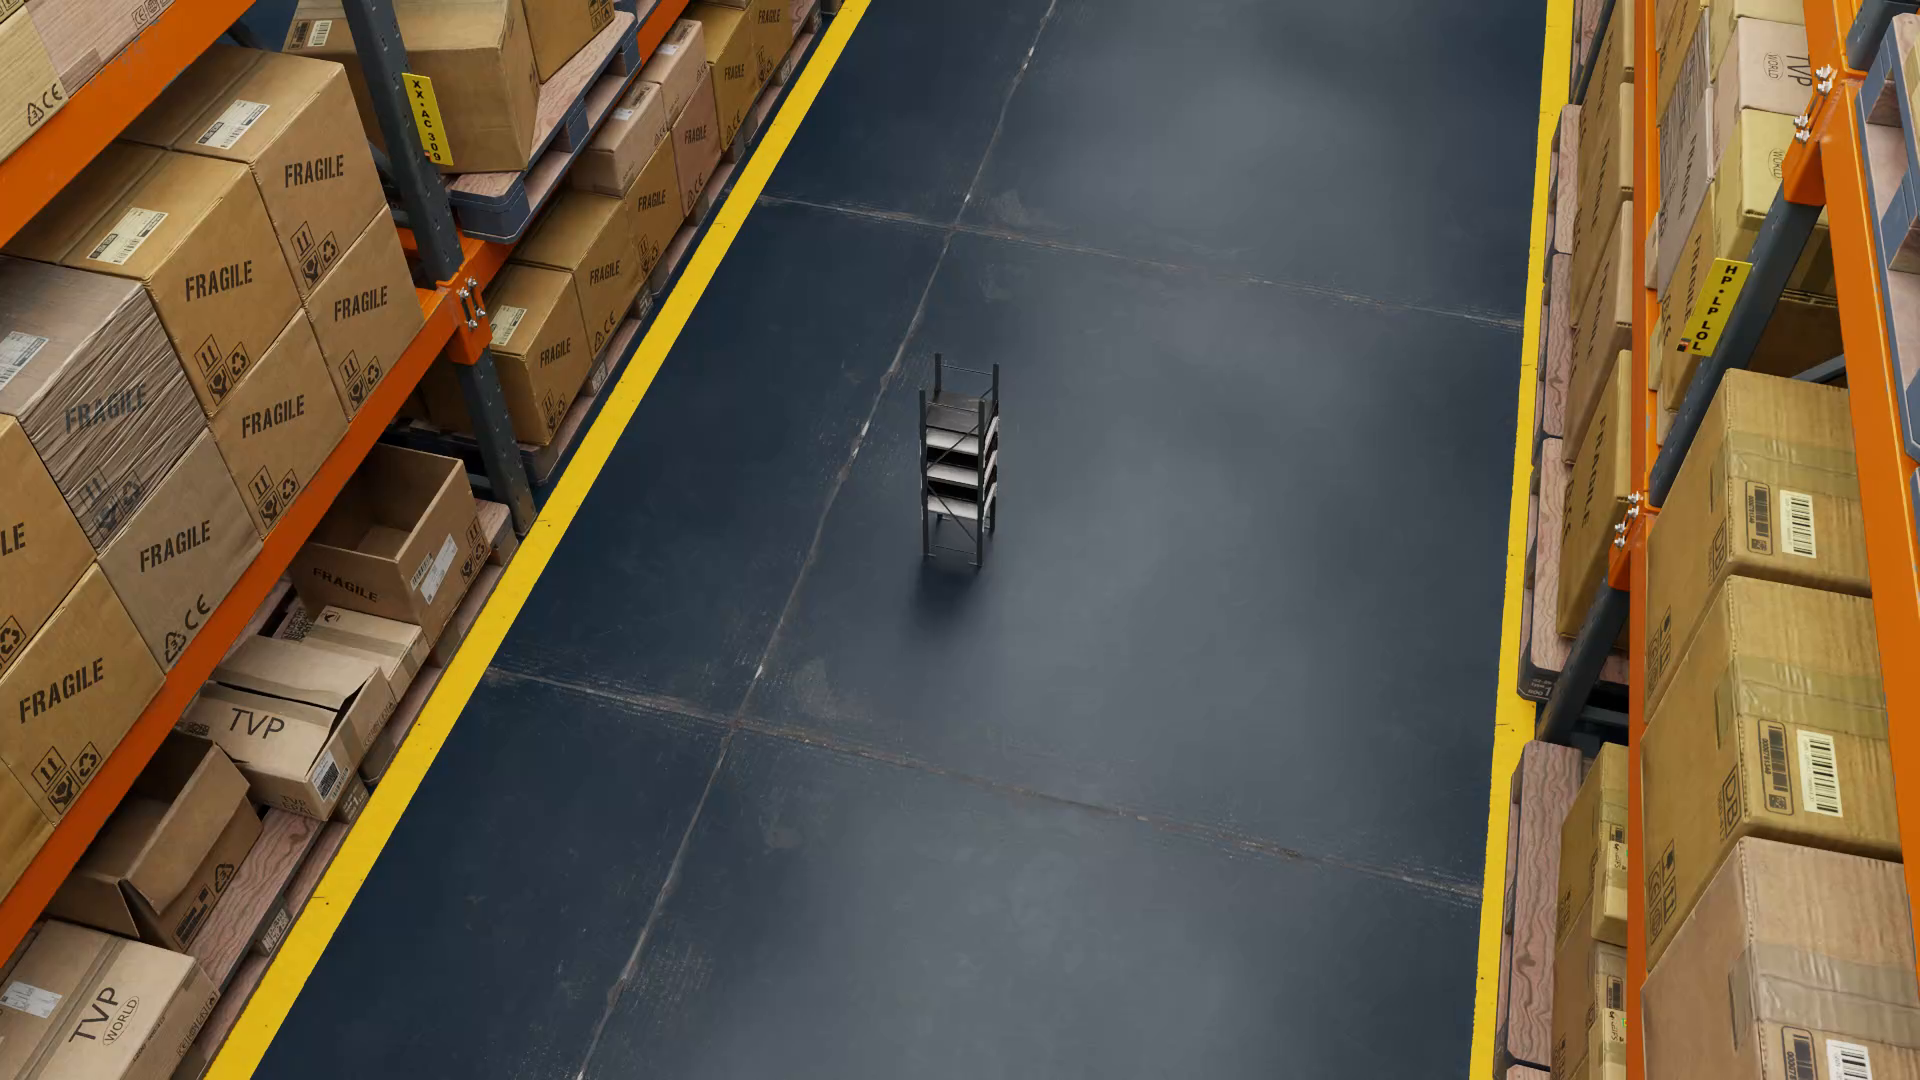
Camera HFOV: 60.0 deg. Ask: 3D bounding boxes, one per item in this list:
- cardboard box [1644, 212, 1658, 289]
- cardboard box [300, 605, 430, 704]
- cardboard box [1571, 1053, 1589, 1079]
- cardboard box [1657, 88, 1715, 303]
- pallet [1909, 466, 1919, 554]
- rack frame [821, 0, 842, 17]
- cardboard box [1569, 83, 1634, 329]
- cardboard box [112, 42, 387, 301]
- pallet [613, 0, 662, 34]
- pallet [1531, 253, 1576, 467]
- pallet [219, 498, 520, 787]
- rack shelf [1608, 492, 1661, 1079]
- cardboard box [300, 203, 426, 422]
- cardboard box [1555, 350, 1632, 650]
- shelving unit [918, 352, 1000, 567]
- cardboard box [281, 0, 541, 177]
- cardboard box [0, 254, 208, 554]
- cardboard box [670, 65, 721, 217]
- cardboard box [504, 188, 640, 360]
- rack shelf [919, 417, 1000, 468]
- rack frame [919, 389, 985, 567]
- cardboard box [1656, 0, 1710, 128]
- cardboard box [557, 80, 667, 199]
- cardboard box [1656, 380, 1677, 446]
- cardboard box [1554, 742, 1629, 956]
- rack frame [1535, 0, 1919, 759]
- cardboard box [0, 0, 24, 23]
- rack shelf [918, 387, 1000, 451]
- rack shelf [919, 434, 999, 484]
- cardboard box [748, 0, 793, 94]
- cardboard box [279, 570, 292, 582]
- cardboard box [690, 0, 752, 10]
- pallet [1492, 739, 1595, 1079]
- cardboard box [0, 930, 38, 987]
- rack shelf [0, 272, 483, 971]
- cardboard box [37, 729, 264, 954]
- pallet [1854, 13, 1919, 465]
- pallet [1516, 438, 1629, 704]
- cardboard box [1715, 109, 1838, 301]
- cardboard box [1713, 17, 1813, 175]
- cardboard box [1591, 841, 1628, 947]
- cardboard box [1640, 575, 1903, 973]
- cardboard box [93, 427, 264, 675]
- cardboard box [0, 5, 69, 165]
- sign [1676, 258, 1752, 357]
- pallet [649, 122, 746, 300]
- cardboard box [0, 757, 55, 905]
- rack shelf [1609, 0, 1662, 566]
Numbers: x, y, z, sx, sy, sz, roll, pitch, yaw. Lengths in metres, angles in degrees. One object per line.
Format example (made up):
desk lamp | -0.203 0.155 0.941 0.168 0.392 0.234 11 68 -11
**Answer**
cardboard box | 2.552 -0.961 5.671 0.380 0.149 0.250 12 50 10
cardboard box | -2.129 0.405 5.919 0.380 0.149 0.250 12 50 10
cardboard box | 2.000 1.773 4.490 0.700 0.500 0.500 13 50 11
cardboard box | 2.571 -1.062 5.327 0.500 0.500 0.500 12 50 10
pallet | 2.020 0.337 2.429 1.003 0.211 1.213 12 50 10
rack frame | -1.159 -4.037 8.231 1.000 3.000 0.127 12 50 10
cardboard box | 3.064 -1.352 7.015 0.750 0.750 0.750 11 50 10
cardboard box | -2.095 -1.091 4.897 0.500 0.500 0.500 12 50 10
pallet | -1.666 -2.566 7.061 1.003 0.211 1.213 12 50 10
pallet | 3.018 -0.705 7.150 1.003 0.211 1.213 12 50 10
pallet | -2.393 0.276 6.285 1.003 0.211 1.213 12 50 10
rack shelf | 2.042 1.516 3.810 1.077 0.370 4.000 12 50 10
cardboard box | -2.096 -0.765 5.276 0.500 0.500 0.500 12 50 11
cardboard box | 2.614 -0.092 5.903 0.750 0.750 0.750 12 50 10
shelving unit | -0.002 -0.292 6.326 0.258 0.900 0.210 12 50 10
cardboard box | -1.871 -1.614 5.746 0.700 0.500 0.500 -3 49 -3
cardboard box | -2.360 -0.355 4.248 0.500 0.500 0.500 12 50 10
cardboard box | -1.447 -1.878 7.699 0.500 0.500 0.500 10 49 9
cardboard box | -1.720 -1.152 7.059 0.500 0.500 0.500 12 50 11
rack shelf | -0.002 -0.389 6.216 0.258 0.077 0.200 12 50 10
rack frame | -0.029 -0.218 6.261 0.240 0.900 0.006 12 50 10
cardboard box | 2.838 -1.786 5.966 0.500 0.500 0.500 13 50 11
cardboard box | -1.586 -1.736 7.074 0.500 0.250 0.500 12 50 10
cardboard box | 2.384 -0.393 5.169 0.380 0.149 0.250 12 50 10
cardboard box | 2.273 1.040 5.138 0.700 0.500 0.500 12 50 11
rack frame | 2.568 -0.169 4.817 1.000 3.000 0.127 12 50 10
cardboard box | -2.346 -1.125 3.427 0.500 0.250 0.500 12 50 10
rack shelf | -0.002 -0.449 6.149 0.258 0.077 0.200 12 50 10
rack shelf | -0.002 -0.329 6.284 0.258 0.077 0.200 12 50 10
cardboard box | -1.179 -2.633 8.366 0.500 0.500 0.500 13 50 12
cardboard box | -2.531 -0.139 6.291 0.500 0.311 0.500 12 50 10
cardboard box | -1.189 -2.839 8.048 0.500 0.250 0.500 13 50 11
pallet | 2.293 1.288 5.391 1.003 0.211 1.213 12 50 10
cardboard box | -3.080 1.391 4.981 0.500 0.250 0.500 12 50 10
rack shelf | -2.738 0.541 4.671 1.077 0.370 4.000 12 50 10
cardboard box | -2.701 0.897 5.248 0.797 0.503 0.637 12 50 10
pallet | 2.343 -0.542 3.206 1.003 0.211 1.213 12 50 10
pallet | 2.699 0.181 6.369 1.003 0.211 1.213 12 50 10
cardboard box | 2.444 -0.944 4.722 0.500 0.250 0.500 13 50 11
cardboard box | 2.588 -1.312 5.047 0.500 0.250 0.500 13 50 11
cardboard box | 2.006 1.037 4.707 0.380 0.149 0.250 13 50 11
cardboard box | 2.212 0.648 3.896 0.980 0.700 0.700 10 49 9
cardboard box | -2.363 -0.020 4.619 0.500 0.500 0.500 13 50 11
cardboard box | -2.348 -0.960 3.615 0.500 0.250 0.500 12 50 10
sign | 2.042 -0.626 4.501 0.100 0.325 0.005 12 50 10
pallet | -1.715 -1.702 8.030 1.003 0.211 1.213 12 50 10
cardboard box | -2.628 0.711 3.974 0.500 0.500 0.500 11 50 10
rack shelf | 3.095 -1.378 6.364 1.077 0.370 4.000 12 50 10
